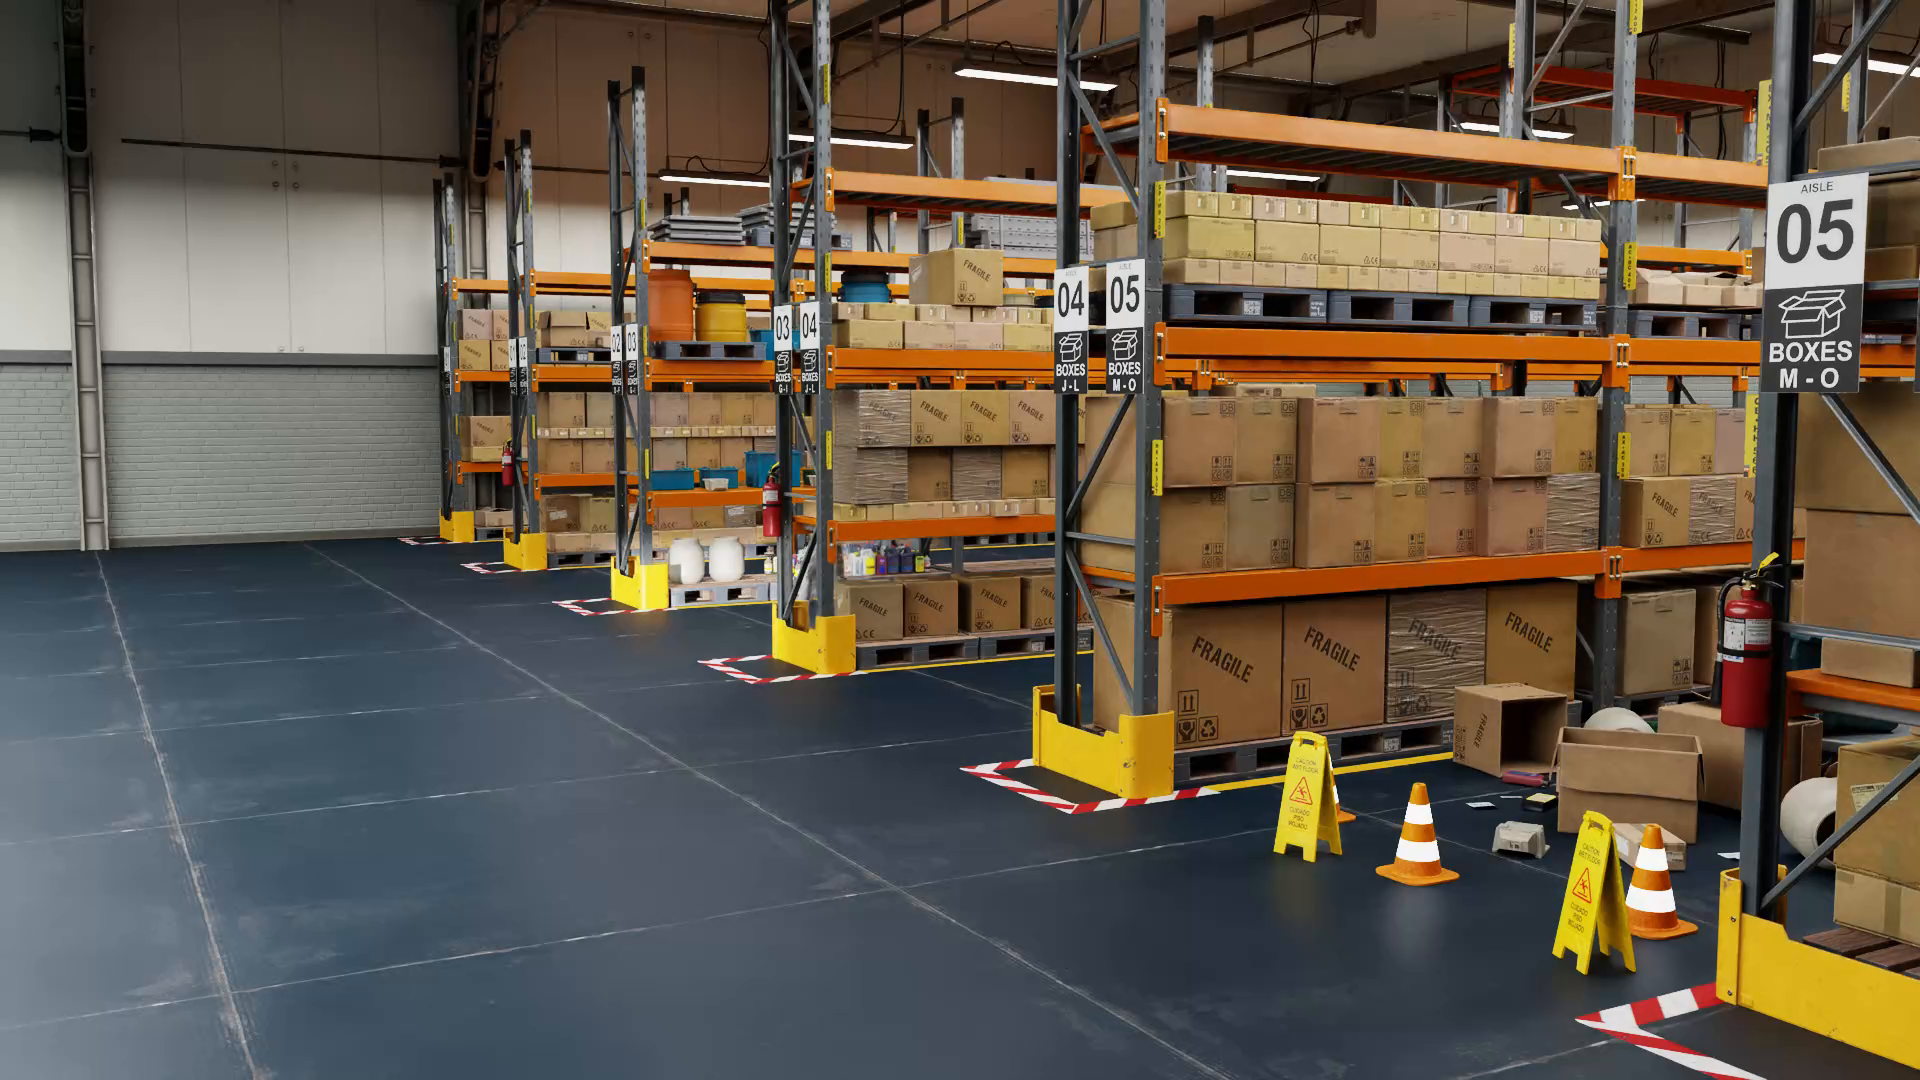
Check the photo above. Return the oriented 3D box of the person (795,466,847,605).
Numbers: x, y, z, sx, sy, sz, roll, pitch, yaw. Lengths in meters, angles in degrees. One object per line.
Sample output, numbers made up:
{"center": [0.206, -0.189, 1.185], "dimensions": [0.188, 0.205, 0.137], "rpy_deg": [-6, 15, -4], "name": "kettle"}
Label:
{"center": [-1.420, 0.078, 16.512], "dimensions": [0.794, 1.798, 0.560], "rpy_deg": [-3, 6, -34], "name": "person"}
